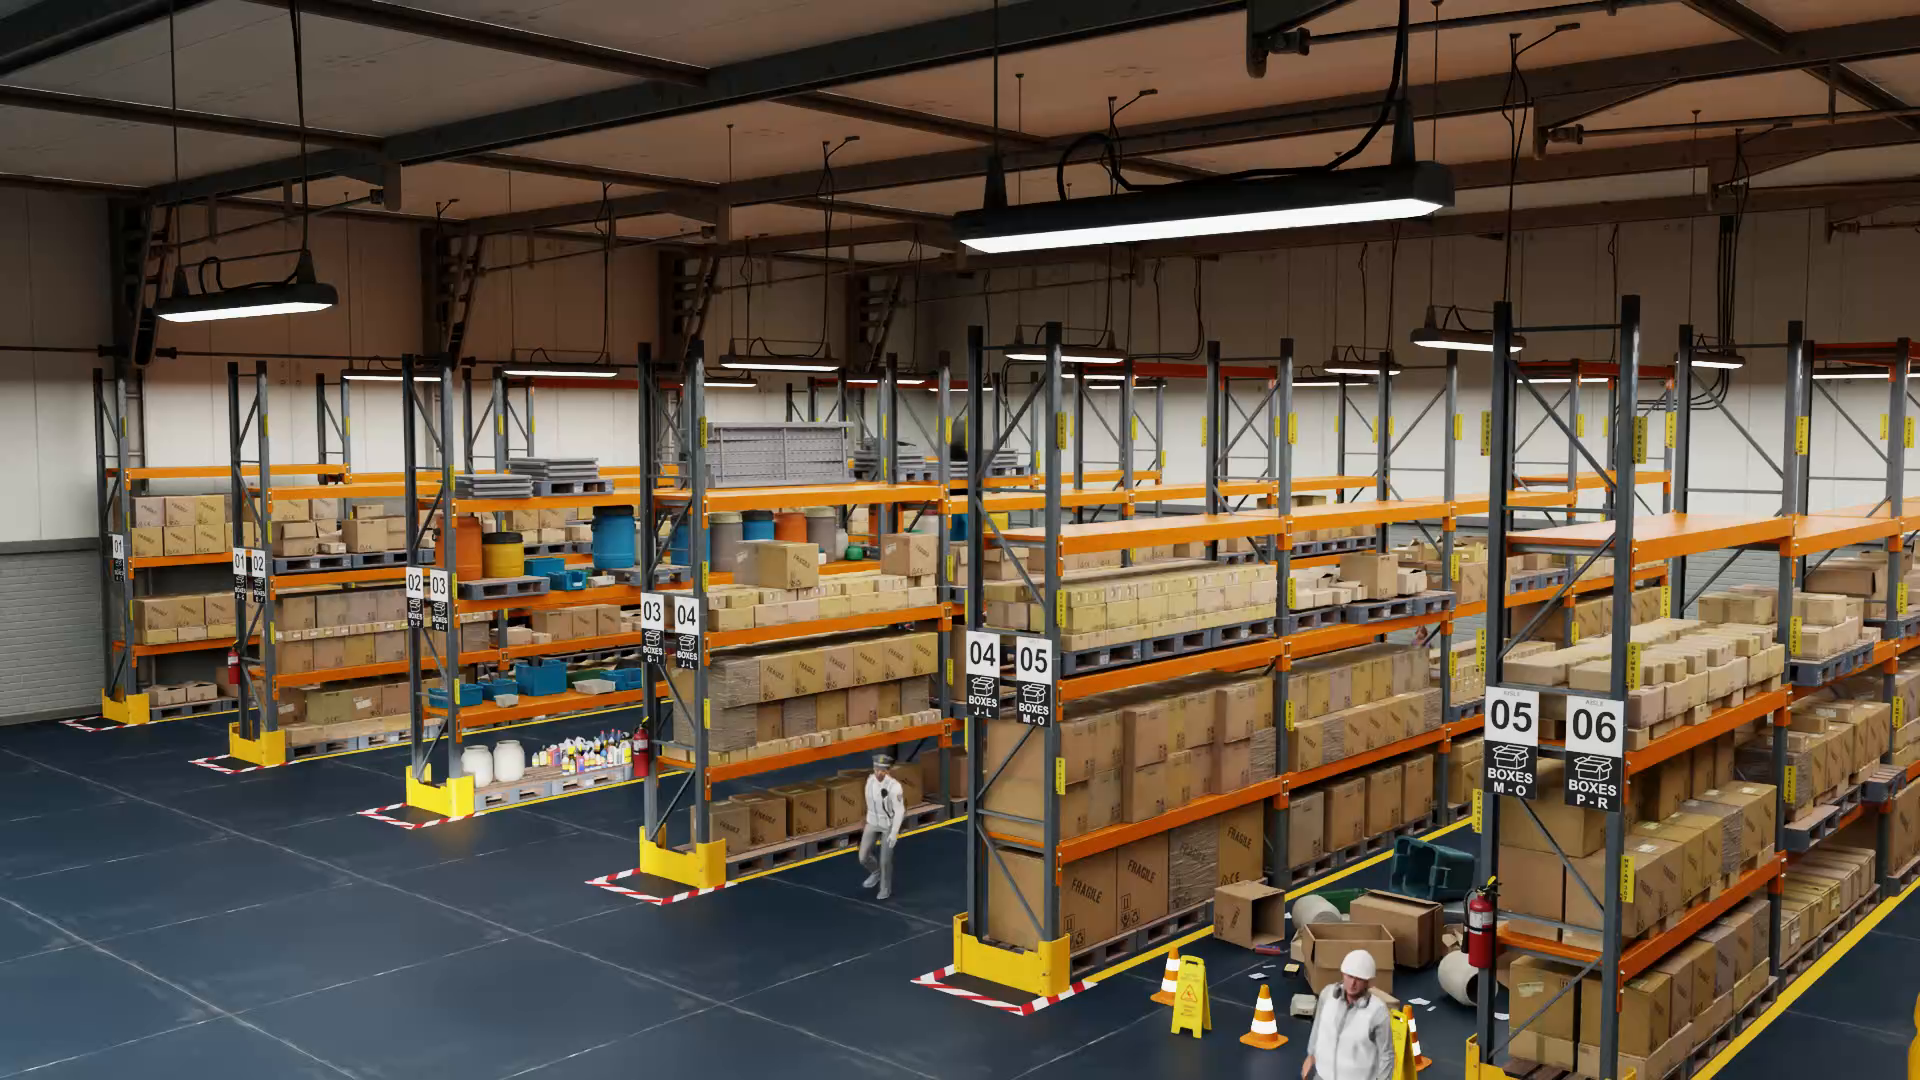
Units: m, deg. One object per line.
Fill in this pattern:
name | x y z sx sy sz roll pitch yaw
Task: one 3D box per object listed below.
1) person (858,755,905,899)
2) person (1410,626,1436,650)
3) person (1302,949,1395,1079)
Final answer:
person | -0.823 3.055 17.745 0.615 1.612 0.560 2 5 25
person | 8.024 2.269 28.898 0.549 1.569 0.631 2 5 26
person | 2.578 3.488 11.035 0.731 1.692 0.681 4 5 40
